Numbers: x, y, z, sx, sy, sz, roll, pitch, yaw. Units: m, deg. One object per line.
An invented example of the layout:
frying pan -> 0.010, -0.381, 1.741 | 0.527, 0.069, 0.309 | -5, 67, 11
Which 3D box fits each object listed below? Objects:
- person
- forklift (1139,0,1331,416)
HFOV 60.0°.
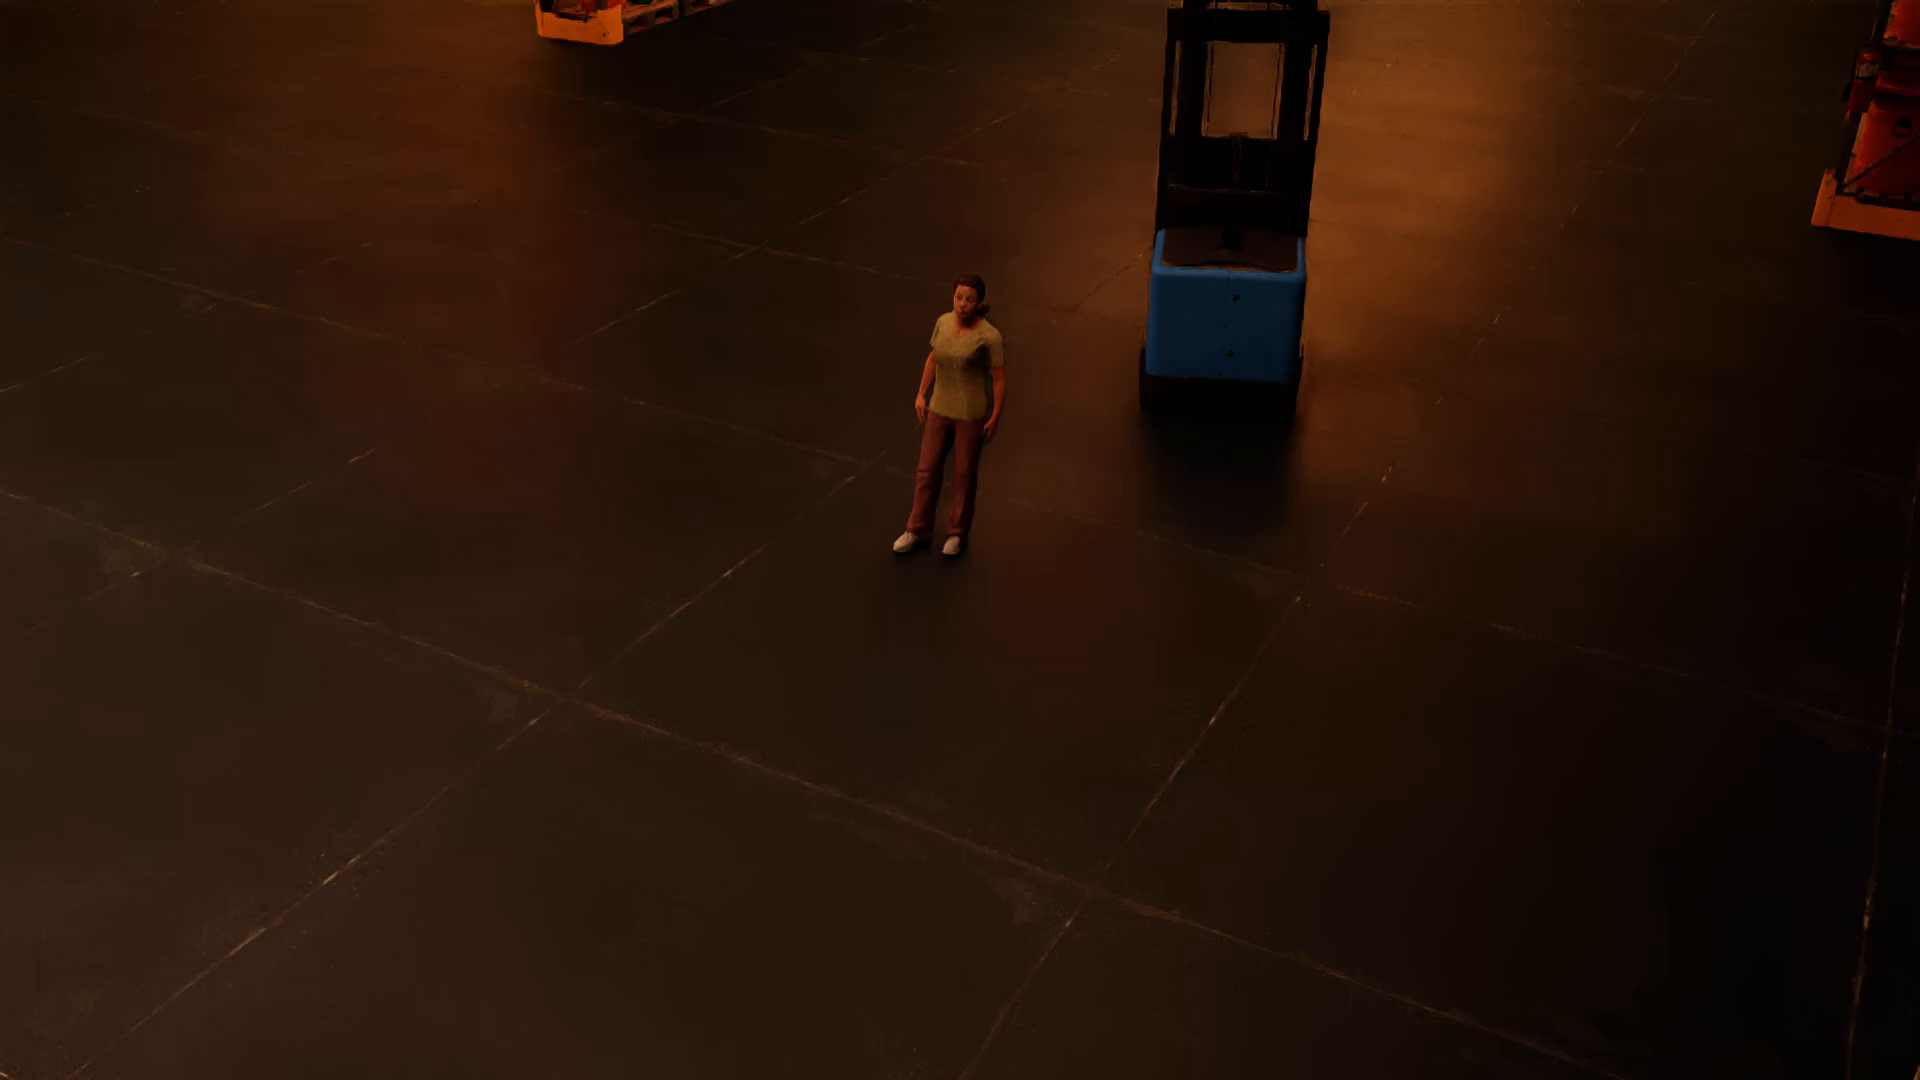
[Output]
person -> -0.045, -0.702, 9.529 | 0.554, 1.674, 0.548 | 15, 33, 25
forklift -> 1.996, -2.835, 11.982 | 1.130, 2.935, 3.031 | 4, 30, 8
